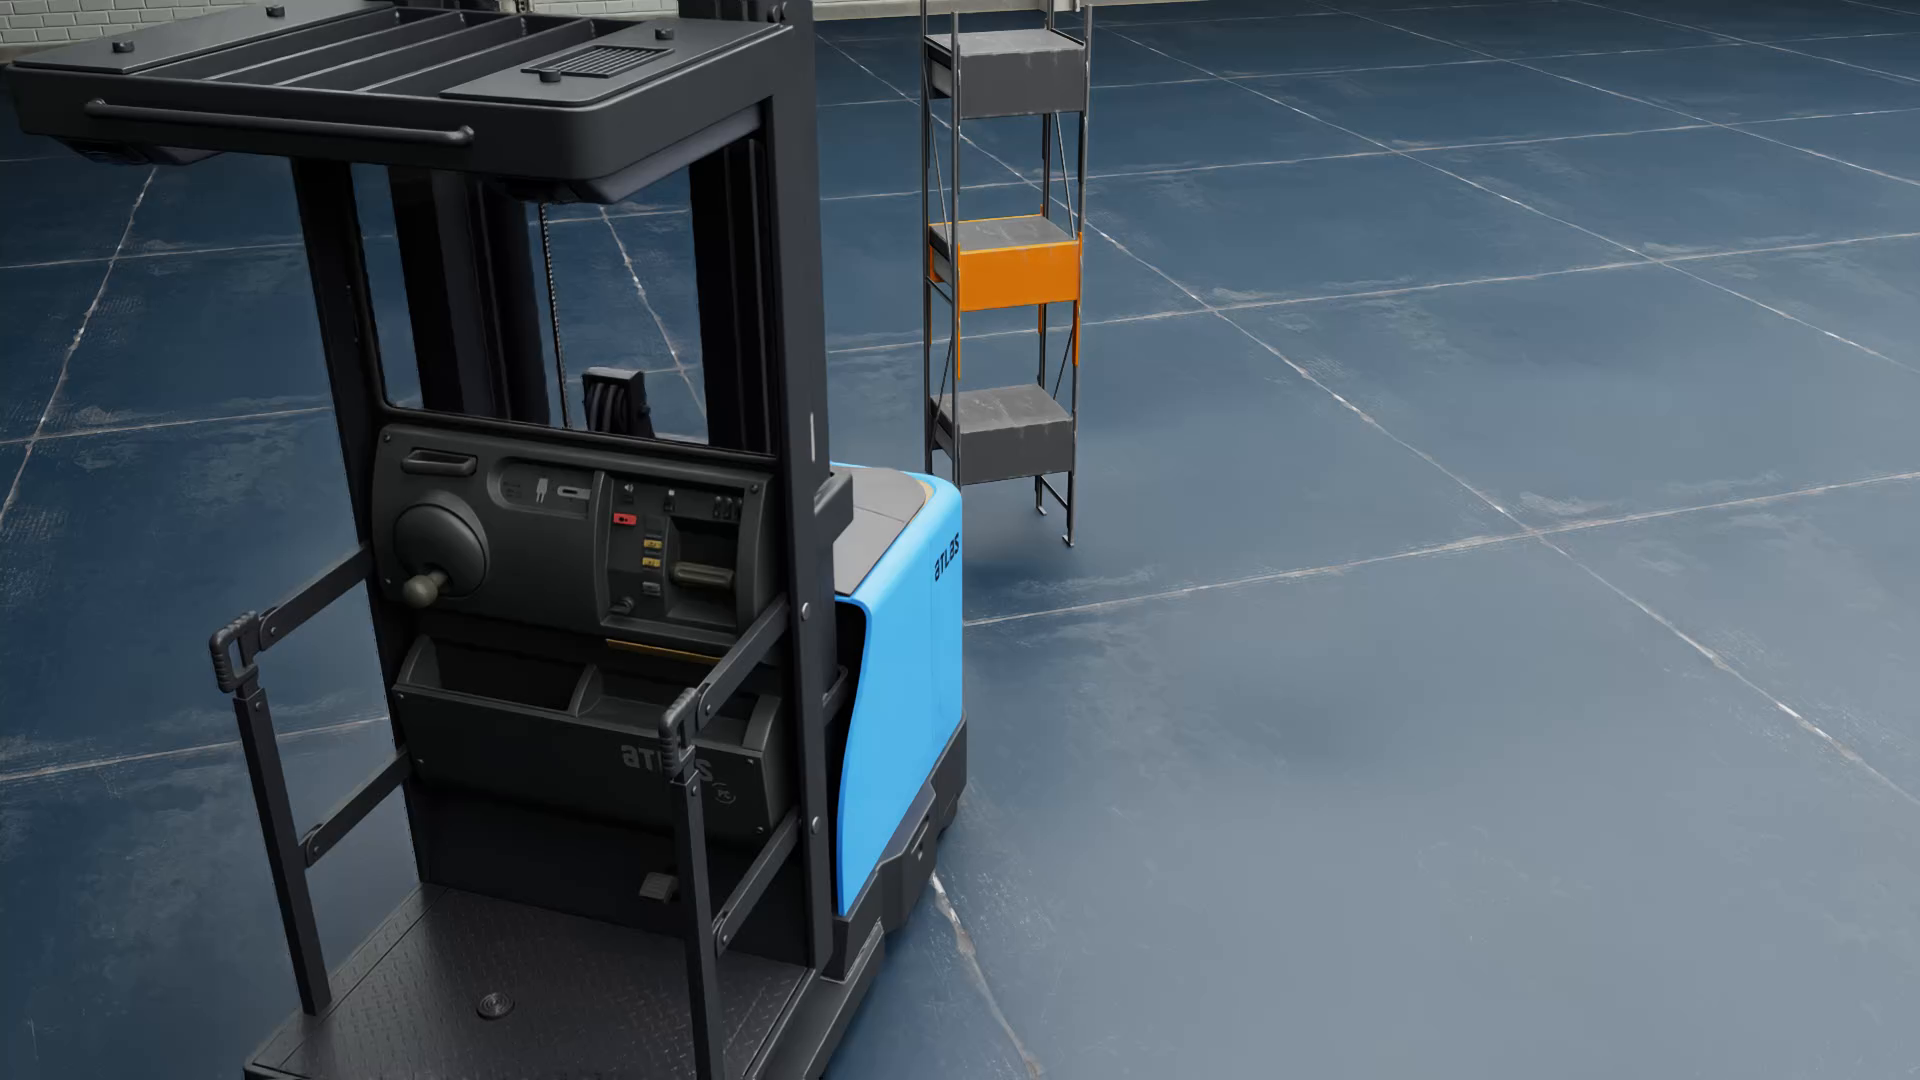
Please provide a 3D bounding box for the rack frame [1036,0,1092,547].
[{"bbox_3d":[0.389,-0.997,6.397,0.015,2.100,0.400,-8,28,-16],"label":"rack frame"}]

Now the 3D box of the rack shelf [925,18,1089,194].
[{"bbox_3d":[0.157,-1.578,6.024,0.480,0.518,0.431,-8,28,-16],"label":"rack shelf"}]

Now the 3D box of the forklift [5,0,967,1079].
[{"bbox_3d":[-0.914,0.030,3.393,1.130,2.935,3.031,8,28,16],"label":"forklift"}]

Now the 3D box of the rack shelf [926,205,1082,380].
[{"bbox_3d":[0.157,-0.951,6.335,0.480,0.518,0.431,-8,28,-16],"label":"rack shelf"}]

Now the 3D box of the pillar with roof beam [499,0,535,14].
[{"bbox_3d":[-3.249,-7.396,11.527,0.400,9.000,9.100,-8,28,-16],"label":"pillar with roof beam"}]

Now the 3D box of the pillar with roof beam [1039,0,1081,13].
[{"bbox_3d":[2.456,-8.222,13.192,0.400,9.000,9.100,-8,28,-16],"label":"pillar with roof beam"}]

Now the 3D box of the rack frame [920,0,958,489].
[{"bbox_3d":[-0.075,-0.930,6.261,0.015,2.100,0.400,-8,28,-16],"label":"rack frame"}]

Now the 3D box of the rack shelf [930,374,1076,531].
[{"bbox_3d":[0.157,-0.324,6.646,0.480,0.518,0.431,-8,28,-16],"label":"rack shelf"}]

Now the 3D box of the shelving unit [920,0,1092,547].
[{"bbox_3d":[0.157,-0.963,6.329,0.503,2.100,0.431,-8,28,-16],"label":"shelving unit"}]
